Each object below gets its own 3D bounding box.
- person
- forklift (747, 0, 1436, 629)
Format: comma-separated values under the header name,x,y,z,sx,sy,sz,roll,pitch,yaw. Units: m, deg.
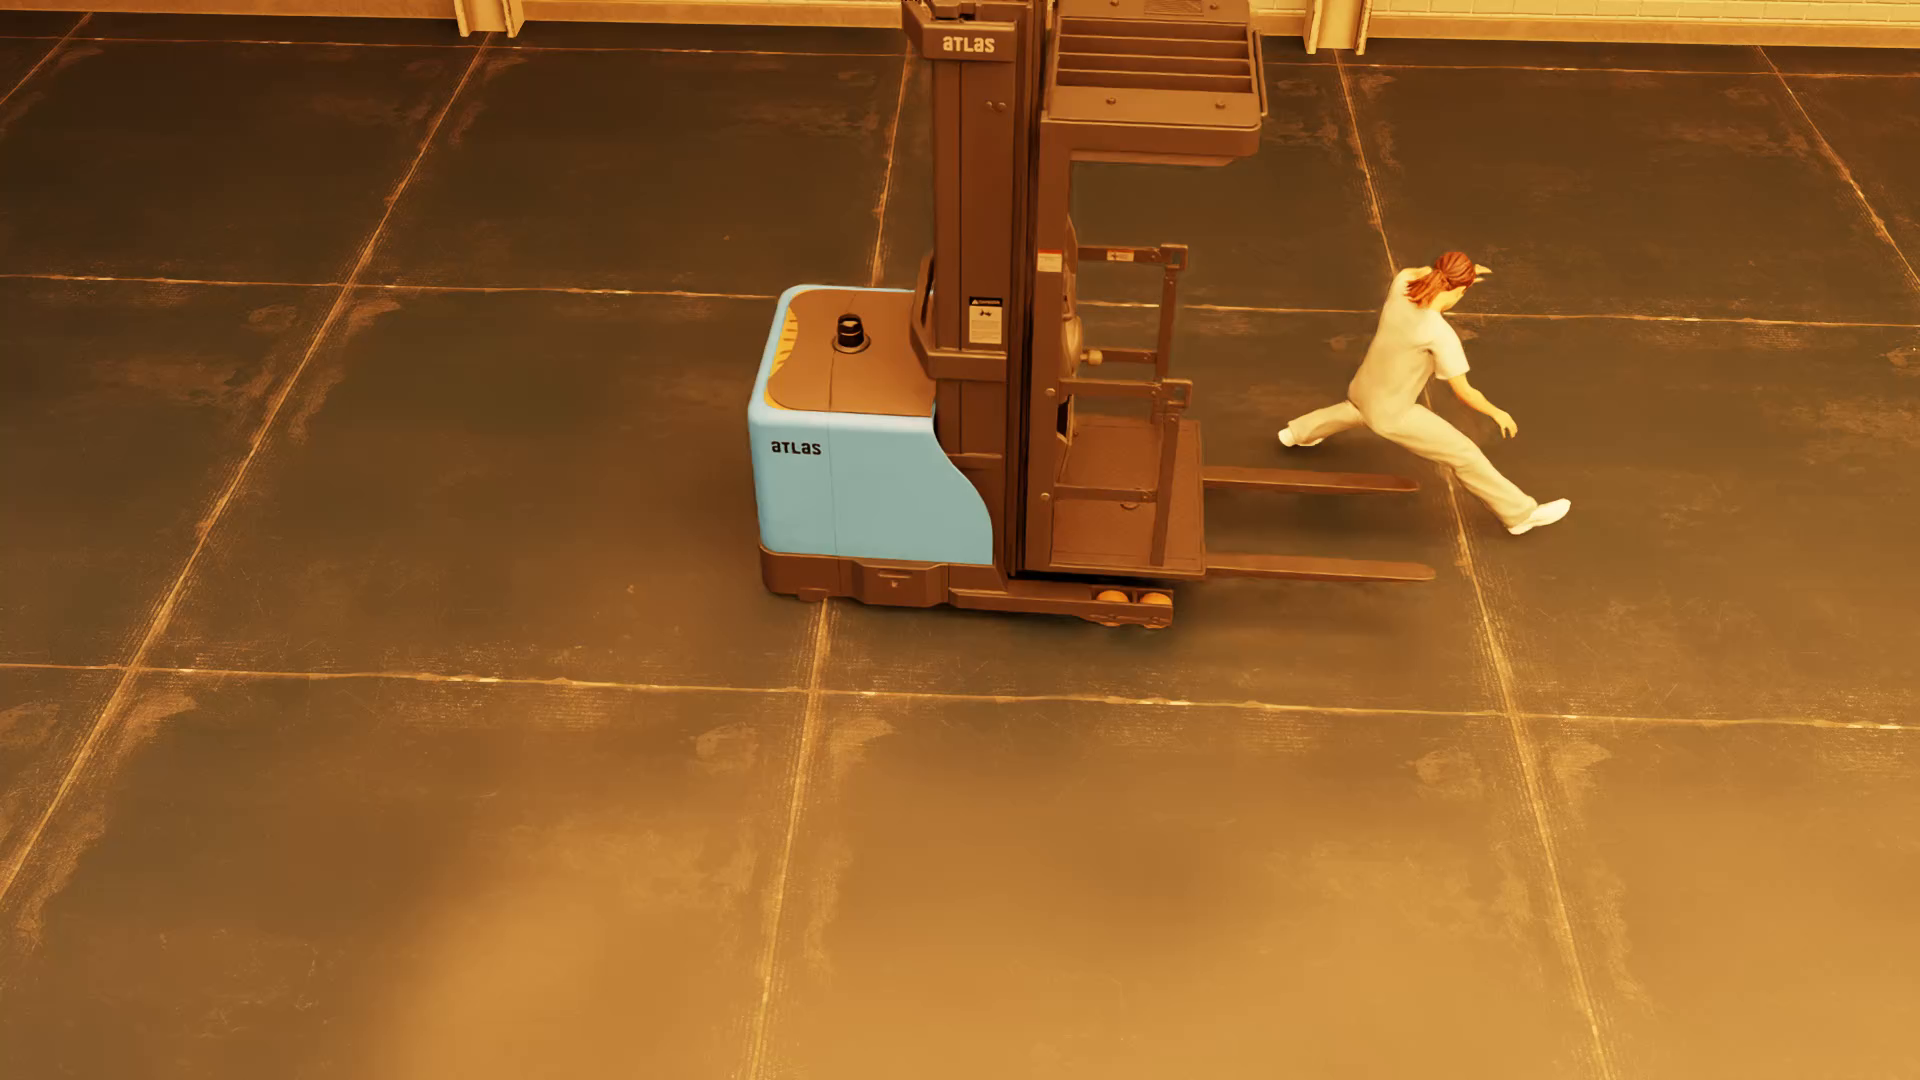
name,x,y,z,sx,sy,sz,roll,pitch,yaw
person,2.214,-0.719,7.743,1.066,1.374,1.075,-9,43,-10
forklift,0.637,-1.059,6.902,3.031,2.935,1.130,3,42,4
